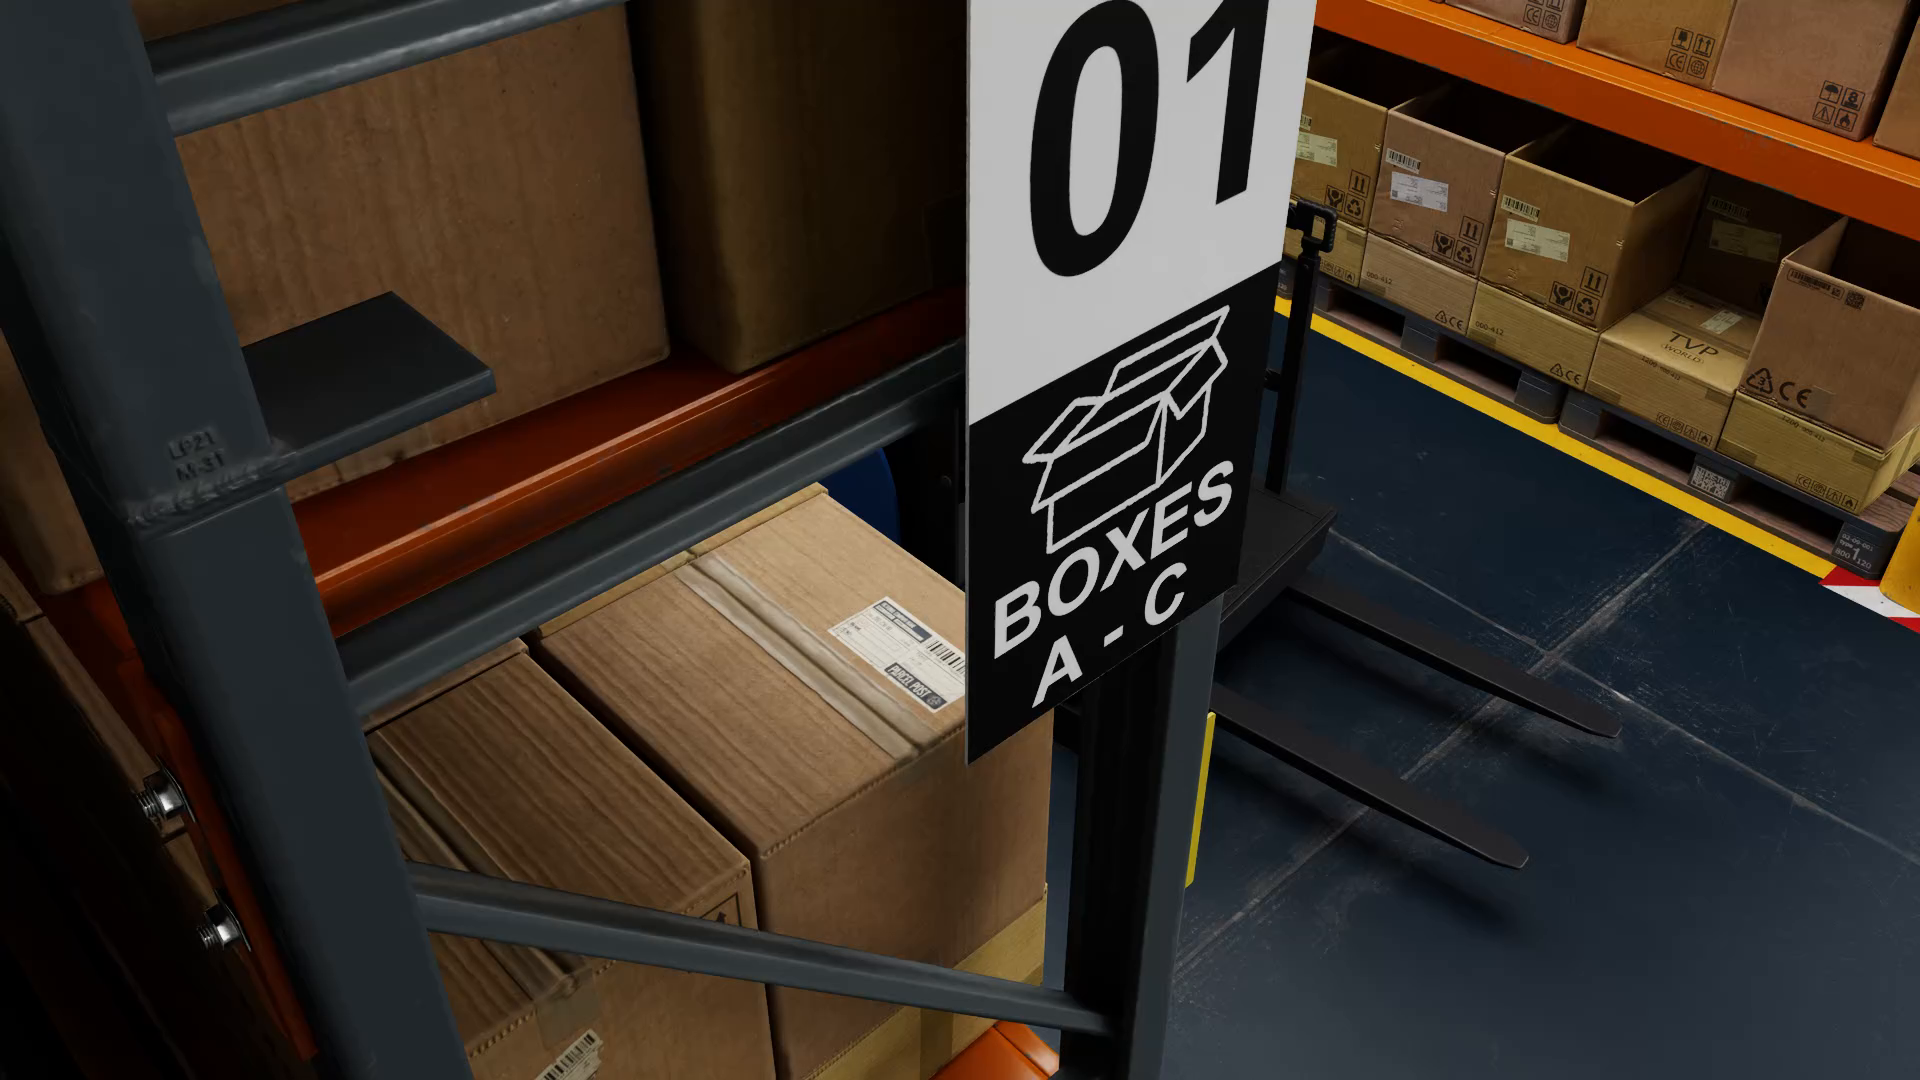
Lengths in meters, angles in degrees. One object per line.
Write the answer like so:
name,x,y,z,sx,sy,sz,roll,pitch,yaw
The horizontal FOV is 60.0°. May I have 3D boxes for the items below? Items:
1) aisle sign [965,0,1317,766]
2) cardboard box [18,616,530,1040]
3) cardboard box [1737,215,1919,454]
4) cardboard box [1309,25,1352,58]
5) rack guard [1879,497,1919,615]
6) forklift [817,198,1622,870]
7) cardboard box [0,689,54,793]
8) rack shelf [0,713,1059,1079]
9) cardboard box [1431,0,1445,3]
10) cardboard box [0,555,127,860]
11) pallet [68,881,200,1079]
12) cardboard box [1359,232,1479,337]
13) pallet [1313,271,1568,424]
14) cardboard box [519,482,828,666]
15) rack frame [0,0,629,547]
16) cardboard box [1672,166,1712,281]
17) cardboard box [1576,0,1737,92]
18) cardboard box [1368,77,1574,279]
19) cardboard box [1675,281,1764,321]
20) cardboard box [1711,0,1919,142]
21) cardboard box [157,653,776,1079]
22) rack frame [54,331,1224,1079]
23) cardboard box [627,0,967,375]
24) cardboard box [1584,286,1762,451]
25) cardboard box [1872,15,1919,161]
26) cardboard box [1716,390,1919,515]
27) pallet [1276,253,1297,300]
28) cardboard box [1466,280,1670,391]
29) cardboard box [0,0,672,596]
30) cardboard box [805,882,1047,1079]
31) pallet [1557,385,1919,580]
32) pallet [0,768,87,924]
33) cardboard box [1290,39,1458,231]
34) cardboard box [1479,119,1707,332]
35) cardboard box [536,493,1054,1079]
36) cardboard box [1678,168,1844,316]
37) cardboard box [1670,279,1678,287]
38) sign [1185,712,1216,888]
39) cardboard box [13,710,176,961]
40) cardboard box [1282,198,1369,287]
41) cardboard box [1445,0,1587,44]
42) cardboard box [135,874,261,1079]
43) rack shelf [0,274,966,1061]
aisle sign,0.151,-0.176,1.436,0.394,0.787,0.004,-30,48,-32
cardboard box,-0.927,0.323,2.393,0.500,0.500,0.500,-29,47,-31
cardboard box,2.946,-0.685,5.392,0.500,0.500,0.500,-30,48,-32
cardboard box,1.249,-1.839,6.821,0.500,0.500,0.500,-30,48,-32
rack guard,3.544,-0.194,5.517,1.175,0.500,0.348,-30,48,-32
forklift,0.485,-0.888,4.441,3.031,2.935,1.130,27,46,30
cardboard box,-1.624,0.147,3.209,0.500,0.250,0.500,-29,47,-31
rack shelf,-1.471,0.283,3.508,1.077,0.370,4.000,-30,48,-32
cardboard box,1.825,-2.390,6.166,0.700,0.500,0.500,-29,47,-31
cardboard box,-1.280,0.086,2.687,0.500,0.500,0.500,-31,48,-33
pallet,-1.515,1.023,4.239,1.003,0.211,1.213,-30,48,-32
cardboard box,1.924,-1.083,6.482,0.500,0.250,0.500,-30,48,-32
pallet,2.159,-0.993,6.736,1.003,0.211,1.213,-30,48,-32
cardboard box,-0.547,0.106,2.662,0.500,0.500,0.500,-30,48,-32
rack frame,-0.119,-1.405,0.251,1.000,3.000,0.127,-30,48,-32
cardboard box,2.641,-1.362,6.231,0.500,0.500,0.500,-30,48,-32
cardboard box,2.531,-1.911,5.574,0.700,0.500,0.500,-30,47,-31
cardboard box,1.921,-1.373,6.245,0.500,0.500,0.500,-30,48,-32
cardboard box,2.988,-0.844,6.186,0.500,0.250,0.500,-30,48,-32
cardboard box,2.862,-1.679,5.286,0.700,0.500,0.500,-29,47,-31
cardboard box,-0.594,0.560,2.100,0.500,0.500,0.500,-31,48,-32
rack frame,-0.119,0.929,2.136,1.000,3.000,0.127,-30,48,-32
cardboard box,-0.161,-0.545,1.479,0.500,0.500,0.500,-29,47,-31
cardboard box,2.600,-0.620,5.909,0.500,0.250,0.500,-30,48,-32
cardboard box,3.221,-1.438,4.988,0.700,0.500,0.500,-30,48,-32
cardboard box,2.947,-0.394,5.629,0.500,0.250,0.500,-30,48,-32
pallet,1.329,-1.558,7.435,1.003,0.211,1.213,-30,48,-32
cardboard box,2.261,-0.851,6.195,0.500,0.250,0.500,-30,48,-32
cardboard box,-0.588,-0.370,1.262,0.500,0.500,0.500,-26,46,-29
cardboard box,-0.215,0.619,2.624,0.500,0.250,0.500,-31,48,-33
pallet,2.979,-0.429,6.037,1.003,0.211,1.213,-30,48,-32
pallet,-2.344,0.459,4.938,1.003,0.211,1.213,-30,48,-32
cardboard box,1.582,-1.604,6.530,0.500,0.500,0.500,-30,48,-32
cardboard box,2.258,-1.141,5.957,0.500,0.500,0.500,-30,48,-32
cardboard box,-0.220,0.339,2.373,0.500,0.500,0.500,-30,48,-32
cardboard box,2.989,-1.136,5.951,0.500,0.500,0.500,-30,48,-32
cardboard box,2.650,-1.075,6.473,0.500,0.250,0.500,-30,48,-32
sign,0.281,0.362,2.150,0.100,0.325,0.005,-30,48,-32
cardboard box,-1.280,0.379,2.921,0.500,0.250,0.500,-30,48,-32
cardboard box,1.581,-1.312,6.765,0.500,0.250,0.500,-30,48,-32
cardboard box,2.172,-2.153,5.873,0.700,0.500,0.500,-28,47,-31
cardboard box,-0.936,0.610,2.636,0.500,0.250,0.500,-29,47,-31
rack shelf,-1.471,-0.884,2.566,1.077,0.370,4.000,-30,48,-32
